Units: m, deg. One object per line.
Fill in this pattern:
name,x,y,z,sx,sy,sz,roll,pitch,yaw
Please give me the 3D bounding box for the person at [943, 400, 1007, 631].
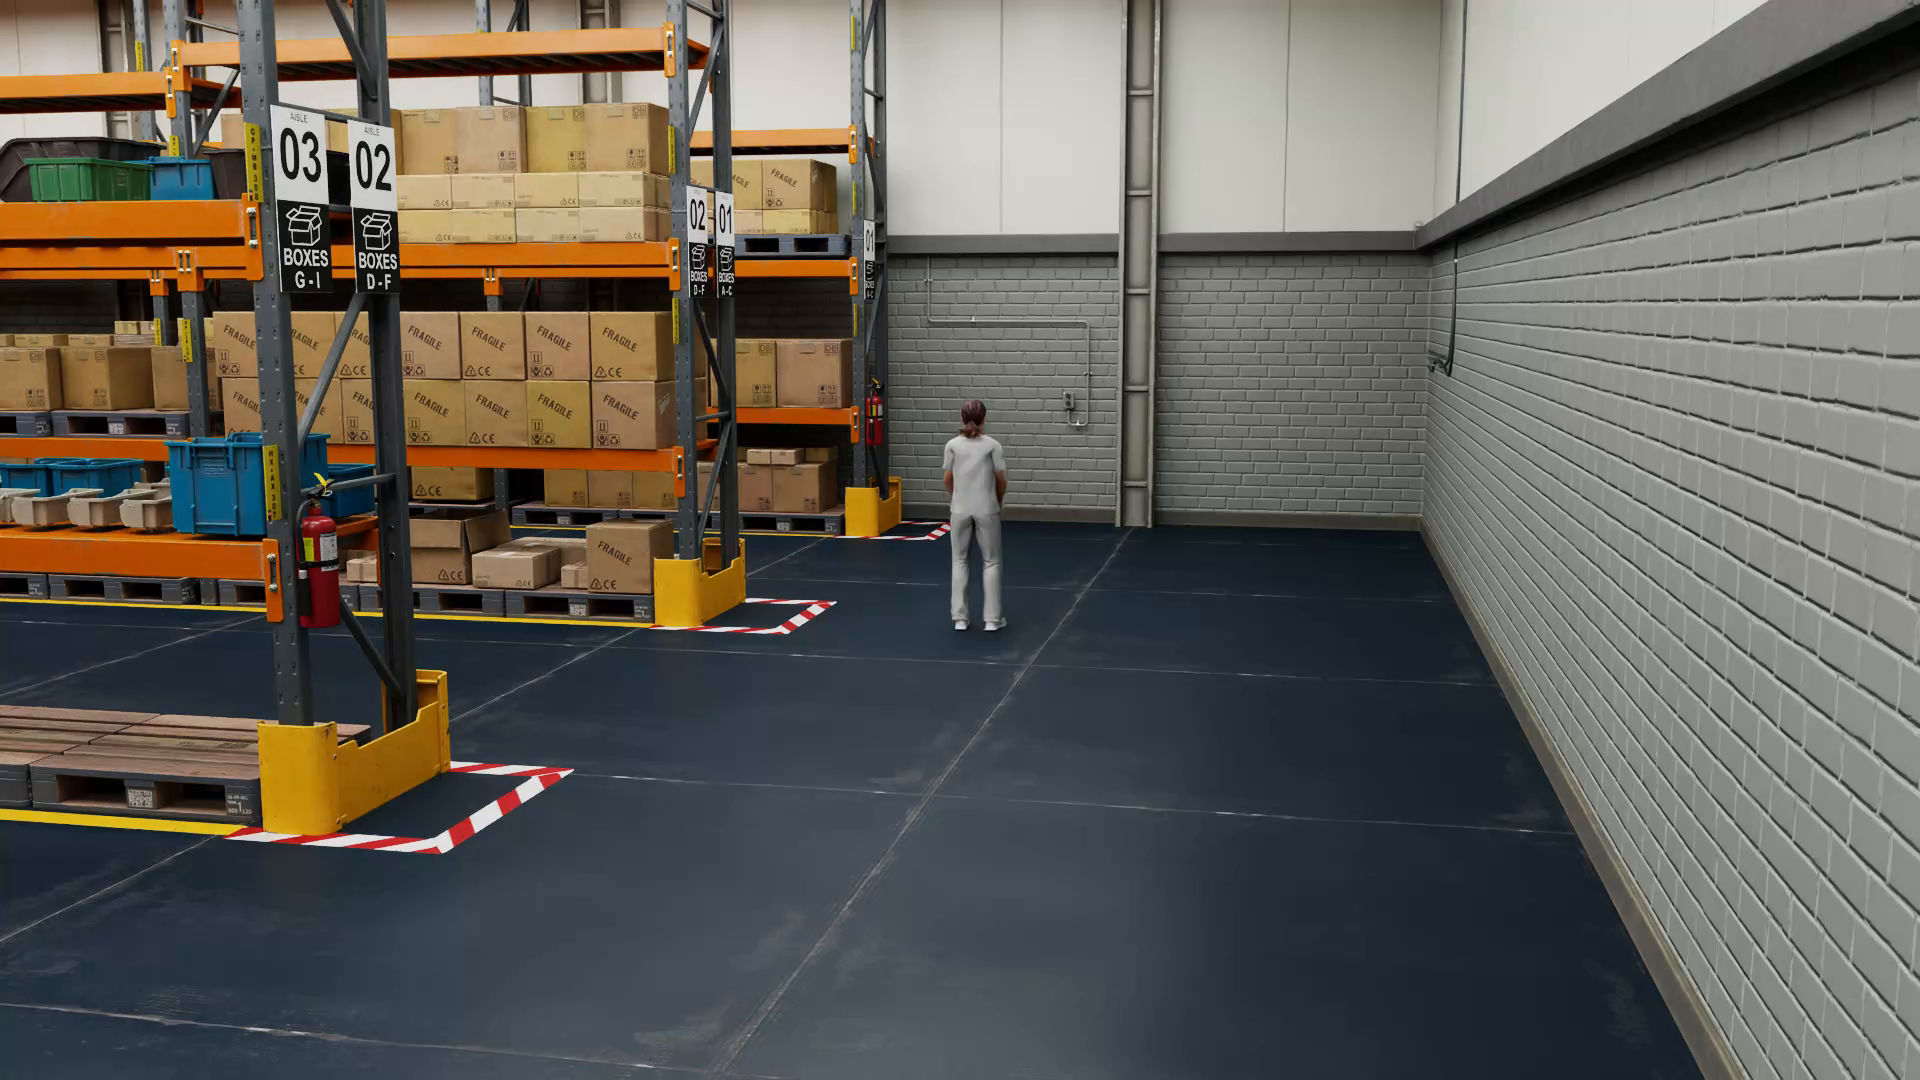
person,0.115,-0.177,12.135,0.465,1.657,0.426,1,8,10
